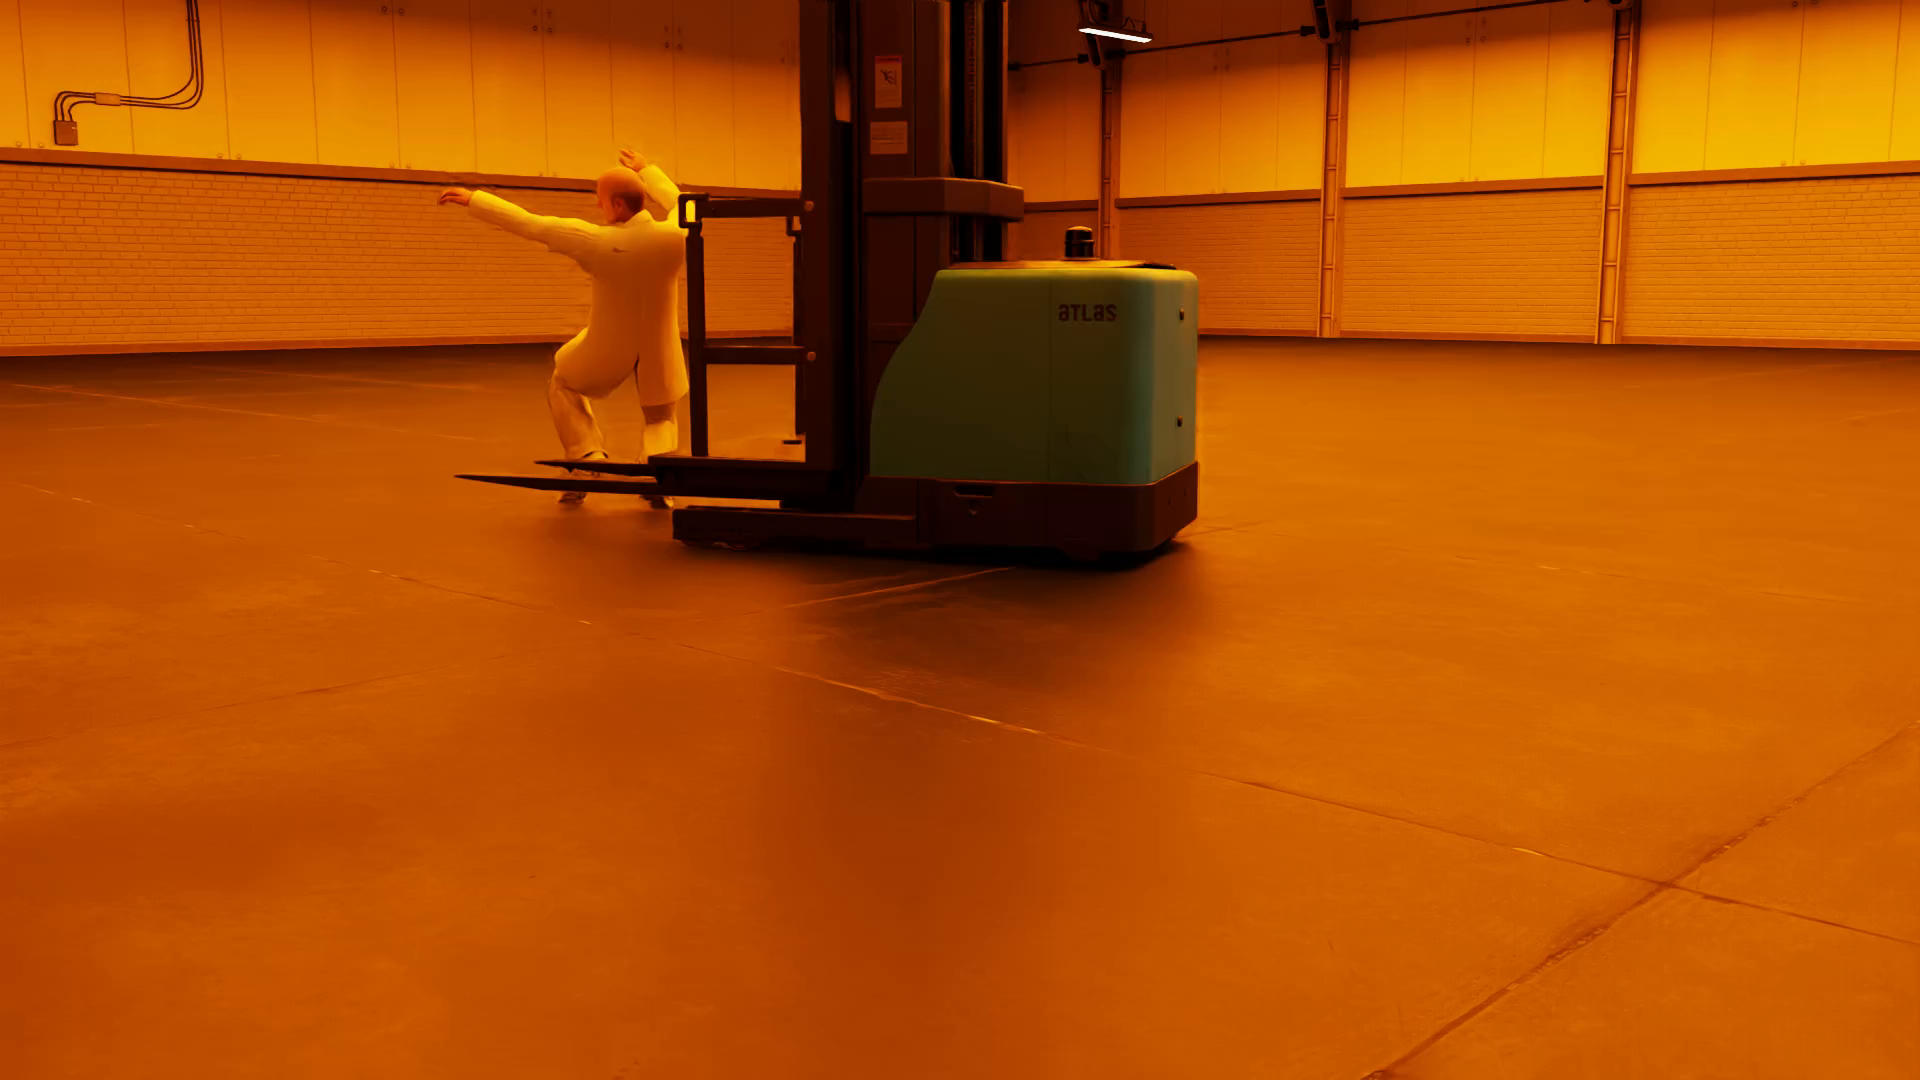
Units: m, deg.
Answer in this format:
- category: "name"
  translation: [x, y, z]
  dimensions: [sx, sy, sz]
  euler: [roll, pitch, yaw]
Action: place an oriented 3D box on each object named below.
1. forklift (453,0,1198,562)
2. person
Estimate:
- category: "forklift"
  translation: [-0.603, -1.476, 6.678]
  dimensions: [3.031, 2.935, 1.130]
  euler: [3, 9, 18]
- category: "person"
  translation: [-1.759, -0.955, 7.620]
  dimensions: [1.167, 1.685, 0.756]
  euler: [-3, 9, -22]
